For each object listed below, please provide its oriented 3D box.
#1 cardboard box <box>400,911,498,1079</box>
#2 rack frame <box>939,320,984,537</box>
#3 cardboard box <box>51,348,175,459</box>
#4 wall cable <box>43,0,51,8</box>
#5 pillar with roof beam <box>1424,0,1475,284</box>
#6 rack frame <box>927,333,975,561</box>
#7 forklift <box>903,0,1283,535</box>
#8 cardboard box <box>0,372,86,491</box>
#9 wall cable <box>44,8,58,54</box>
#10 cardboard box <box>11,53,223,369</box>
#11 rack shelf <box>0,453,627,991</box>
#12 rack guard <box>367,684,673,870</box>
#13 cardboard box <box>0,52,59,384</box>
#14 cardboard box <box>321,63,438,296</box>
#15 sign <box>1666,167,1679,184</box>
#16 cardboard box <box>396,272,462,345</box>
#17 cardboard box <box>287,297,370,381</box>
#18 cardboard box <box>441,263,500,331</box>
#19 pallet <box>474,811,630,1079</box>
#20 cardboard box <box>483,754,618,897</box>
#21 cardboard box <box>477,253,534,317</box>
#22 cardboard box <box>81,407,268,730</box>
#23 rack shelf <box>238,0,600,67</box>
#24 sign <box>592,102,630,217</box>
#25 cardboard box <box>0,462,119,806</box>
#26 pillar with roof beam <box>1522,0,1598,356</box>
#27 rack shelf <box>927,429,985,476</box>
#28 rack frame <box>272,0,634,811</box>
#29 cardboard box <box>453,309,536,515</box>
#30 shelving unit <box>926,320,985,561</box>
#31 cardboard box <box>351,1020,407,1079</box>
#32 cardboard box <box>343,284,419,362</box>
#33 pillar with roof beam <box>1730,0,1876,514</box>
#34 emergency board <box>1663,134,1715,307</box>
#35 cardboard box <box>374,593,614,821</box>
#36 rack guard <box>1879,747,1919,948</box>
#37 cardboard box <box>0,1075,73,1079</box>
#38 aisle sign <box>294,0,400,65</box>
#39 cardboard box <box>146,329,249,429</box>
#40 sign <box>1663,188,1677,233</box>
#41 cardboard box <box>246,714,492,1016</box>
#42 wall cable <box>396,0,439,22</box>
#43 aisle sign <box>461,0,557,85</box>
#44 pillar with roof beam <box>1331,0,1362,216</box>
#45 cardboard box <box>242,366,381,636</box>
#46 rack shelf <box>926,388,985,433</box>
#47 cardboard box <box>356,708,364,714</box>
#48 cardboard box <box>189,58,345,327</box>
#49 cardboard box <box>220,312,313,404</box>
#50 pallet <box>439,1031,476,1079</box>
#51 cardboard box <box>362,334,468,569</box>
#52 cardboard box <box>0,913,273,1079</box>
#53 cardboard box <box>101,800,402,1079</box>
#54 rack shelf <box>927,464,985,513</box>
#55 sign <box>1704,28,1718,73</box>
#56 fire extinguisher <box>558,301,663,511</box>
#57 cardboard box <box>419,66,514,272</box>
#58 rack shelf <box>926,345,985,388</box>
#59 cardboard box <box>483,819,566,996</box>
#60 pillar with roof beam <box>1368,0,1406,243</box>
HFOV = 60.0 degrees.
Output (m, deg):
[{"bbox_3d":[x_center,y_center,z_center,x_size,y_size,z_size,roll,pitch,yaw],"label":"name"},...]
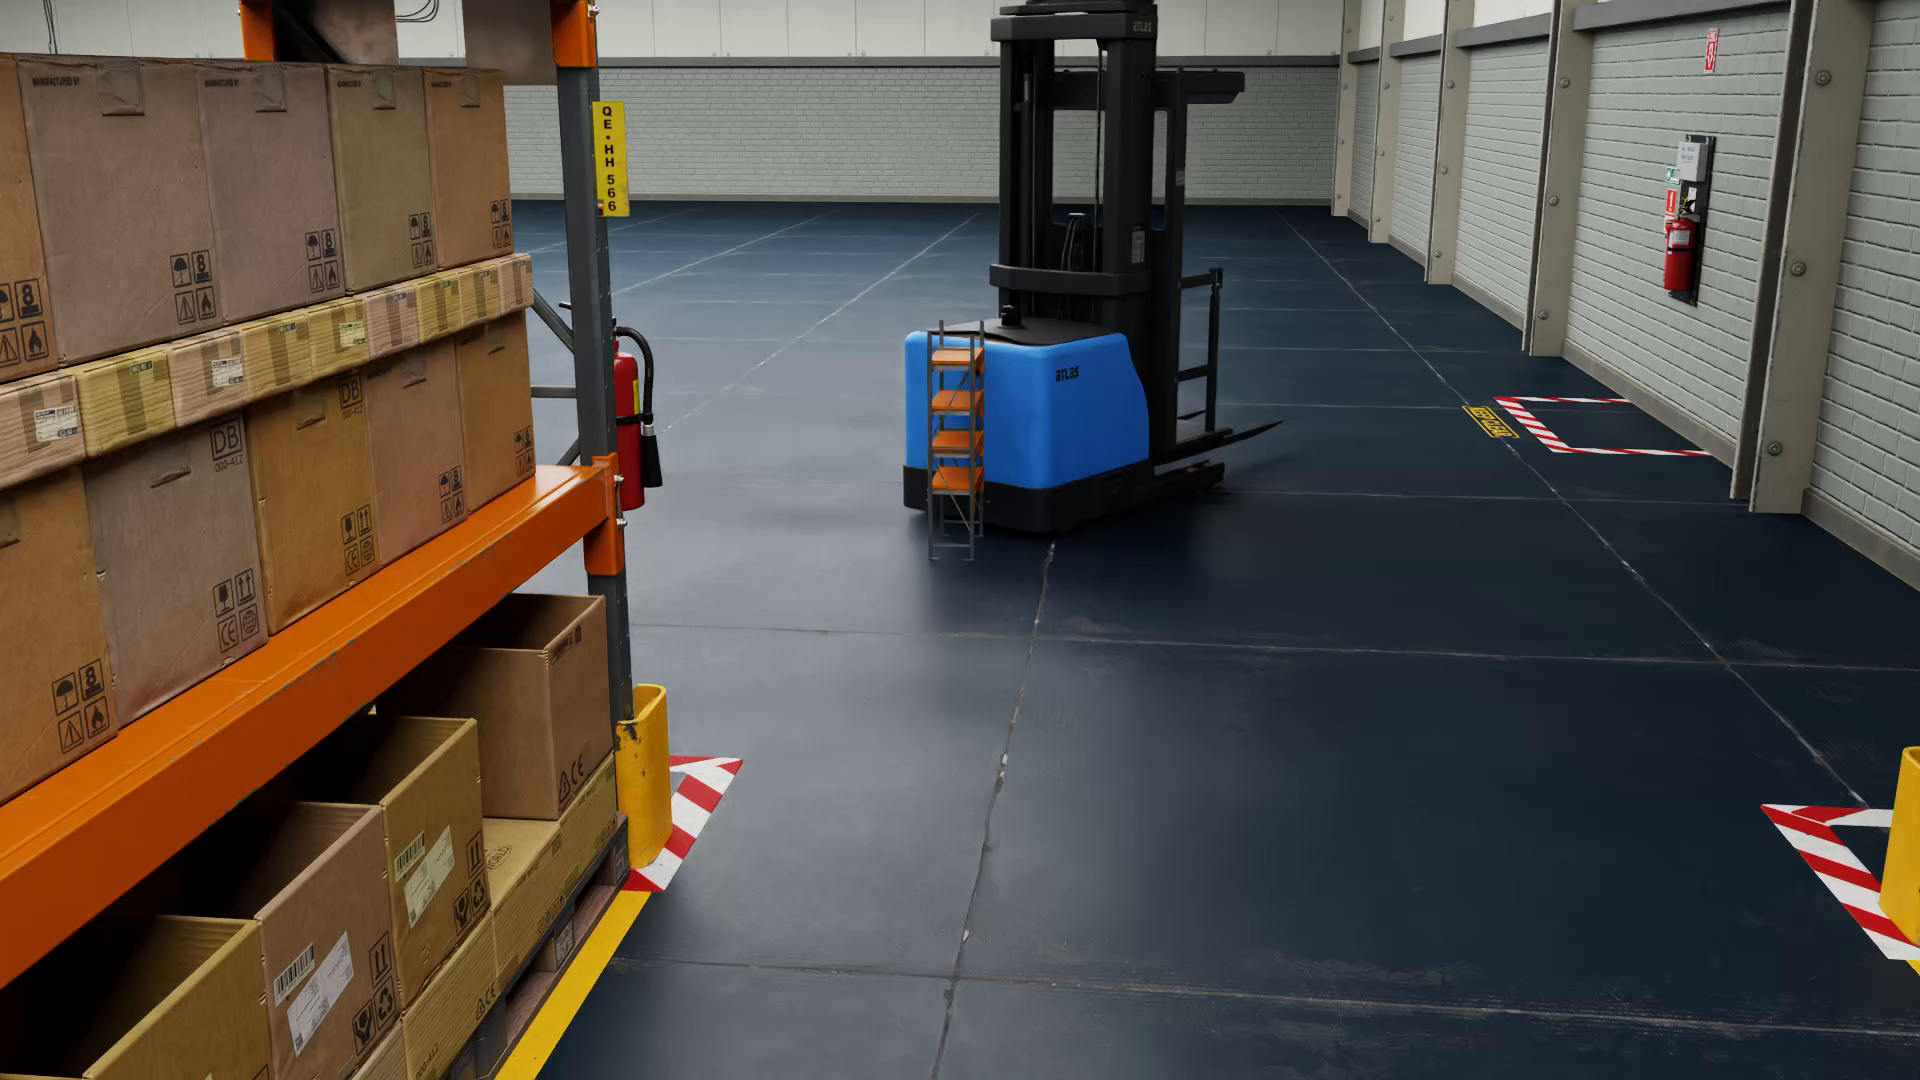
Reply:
[{"bbox_3d":[-1.422,1.079,3.888,0.500,0.250,0.500,2,15,6],"label":"cardboard box"},{"bbox_3d":[0.009,-0.600,9.081,0.240,1.200,0.015,2,15,6],"label":"rack frame"},{"bbox_3d":[-1.613,-0.243,2.880,0.380,0.149,0.250,2,15,6],"label":"cardboard box"},{"bbox_3d":[-19.432,-13.290,37.346,3.097,2.526,0.112,2,15,6],"label":"wall cable"},{"bbox_3d":[1.901,-7.792,20.741,9.100,9.000,0.400,2,15,6],"label":"pillar with roof beam"},{"bbox_3d":[-0.046,-0.473,8.613,0.240,1.200,0.015,2,15,6],"label":"rack frame"},{"bbox_3d":[0.992,-1.766,10.080,1.130,2.935,3.031,12,19,38],"label":"forklift"},{"bbox_3d":[-1.643,-0.175,2.630,0.380,0.149,0.250,1,15,5],"label":"cardboard box"},{"bbox_3d":[-22.120,-10.932,38.300,3.097,2.526,0.112,2,15,6],"label":"wall cable"},{"bbox_3d":[-1.793,-0.596,2.943,0.700,0.500,0.500,2,15,6],"label":"cardboard box"},{"bbox_3d":[-1.781,0.413,3.267,1.077,0.370,4.000,2,15,6],"label":"rack shelf"},{"bbox_3d":[-1.553,0.747,5.441,1.175,0.500,0.348,2,15,6],"label":"rack guard"},{"bbox_3d":[-1.850,-0.466,2.464,0.700,0.500,0.500,2,15,6],"label":"cardboard box"},{"bbox_3d":[-1.681,-0.857,3.907,0.700,0.500,0.500,1,15,5],"label":"cardboard box"},{"bbox_3d":[5.297,-2.710,12.353,0.001,0.109,0.331,2,15,6],"label":"sign"},{"bbox_3d":[-1.466,-0.576,4.110,0.380,0.149,0.250,1,15,5],"label":"cardboard box"},{"bbox_3d":[-1.526,-0.442,3.617,0.380,0.149,0.250,2,15,8],"label":"cardboard box"},{"bbox_3d":[-1.437,-0.642,4.355,0.380,0.149,0.250,2,15,8],"label":"cardboard box"},{"bbox_3d":[-1.600,1.092,4.717,1.003,0.211,1.213,2,15,6],"label":"pallet"},{"bbox_3d":[-1.322,0.819,4.849,0.500,0.250,0.500,2,15,6],"label":"cardboard box"},{"bbox_3d":[-1.409,-0.710,4.606,0.380,0.149,0.250,1,15,5],"label":"cardboard box"},{"bbox_3d":[-1.793,0.021,3.147,0.700,0.500,0.500,2,15,8],"label":"cardboard box"},{"bbox_3d":[-1.781,-1.035,2.875,1.077,0.370,4.000,2,15,6],"label":"rack shelf"},{"bbox_3d":[-1.018,-1.107,4.837,0.100,0.325,0.005,2,15,6],"label":"sign"},{"bbox_3d":[-1.849,0.154,2.655,0.700,0.500,0.500,2,15,7],"label":"cardboard box"},{"bbox_3d":[1.224,-6.236,14.986,9.100,9.000,0.400,2,15,6],"label":"pillar with roof beam"},{"bbox_3d":[-0.019,-0.471,8.864,0.258,0.148,0.480,2,15,6],"label":"rack shelf"},{"bbox_3d":[-1.556,-0.453,5.091,1.000,3.000,0.127,2,15,6],"label":"rack frame"},{"bbox_3d":[-1.621,-0.381,4.632,0.700,0.500,0.500,2,15,6],"label":"cardboard box"},{"bbox_3d":[-0.019,-0.536,8.847,0.258,1.200,0.503,2,15,6],"label":"shelving unit"},{"bbox_3d":[-1.480,1.209,3.409,0.500,0.250,0.500,2,15,6],"label":"cardboard box"},{"bbox_3d":[-1.497,-0.510,3.869,0.380,0.149,0.250,2,15,7],"label":"cardboard box"},{"bbox_3d":[0.547,-4.680,9.231,9.100,9.000,0.400,2,15,6],"label":"pillar with roof beam"},{"bbox_3d":[5.141,-2.297,11.911,0.194,1.169,0.643,2,15,6],"label":"emergency board"},{"bbox_3d":[-1.320,0.457,4.751,0.500,0.500,0.500,2,15,6],"label":"cardboard box"},{"bbox_3d":[3.358,0.918,4.809,1.175,0.500,0.348,2,15,6],"label":"rack guard"},{"bbox_3d":[-1.595,1.106,2.352,0.500,0.500,0.500,2,15,6],"label":"cardboard box"},{"bbox_3d":[-1.852,-1.734,4.848,0.394,0.787,0.004,2,15,6],"label":"aisle sign"},{"bbox_3d":[-1.582,-0.307,3.118,0.380,0.149,0.250,1,15,5],"label":"cardboard box"},{"bbox_3d":[5.306,-2.455,12.425,0.001,0.329,0.234,2,15,6],"label":"sign"},{"bbox_3d":[-1.419,0.717,3.790,0.500,0.500,0.500,2,15,6],"label":"cardboard box"},{"bbox_3d":[-12.689,-13.789,36.401,2.305,6.003,0.169,2,15,6],"label":"wall cable"},{"bbox_3d":[-1.256,-1.716,4.783,0.394,0.787,0.004,2,15,6],"label":"aisle sign"},{"bbox_3d":[3.255,-10.905,32.251,9.100,9.000,0.400,2,15,6],"label":"pillar with roof beam"},{"bbox_3d":[-1.737,-0.116,3.652,0.700,0.500,0.500,2,15,7],"label":"cardboard box"},{"bbox_3d":[-0.019,-0.687,8.806,0.258,0.148,0.480,2,15,6],"label":"rack shelf"},{"bbox_3d":[-1.892,0.572,4.328,0.500,0.500,0.500,2,15,6],"label":"cardboard box"},{"bbox_3d":[-1.737,-0.726,3.423,0.700,0.500,0.500,2,15,6],"label":"cardboard box"},{"bbox_3d":[-1.554,-0.374,3.364,0.380,0.149,0.250,2,15,8],"label":"cardboard box"},{"bbox_3d":[-1.740,1.408,3.550,1.003,0.211,1.213,2,15,6],"label":"pallet"},{"bbox_3d":[-1.675,-0.244,4.128,0.700,0.500,0.500,2,15,8],"label":"cardboard box"},{"bbox_3d":[-1.531,0.976,2.831,0.500,0.500,0.500,2,15,6],"label":"cardboard box"},{"bbox_3d":[-1.476,0.847,3.311,0.500,0.500,0.500,2,15,6],"label":"cardboard box"},{"bbox_3d":[-0.019,-0.280,8.916,0.258,0.148,0.480,2,15,6],"label":"rack shelf"},{"bbox_3d":[5.241,-3.415,11.605,0.001,0.298,0.199,2,15,6],"label":"sign"},{"bbox_3d":[-1.081,-0.433,5.164,0.296,0.674,0.183,2,15,6],"label":"fire extinguisher"},{"bbox_3d":[-1.627,-0.993,4.412,0.700,0.500,0.500,2,15,6],"label":"cardboard box"},{"bbox_3d":[-0.019,-0.916,8.744,0.258,0.148,0.480,2,15,6],"label":"rack shelf"},{"bbox_3d":[-1.367,0.949,4.368,0.500,0.250,0.500,2,15,6],"label":"cardboard box"},{"bbox_3d":[2.578,-9.349,26.496,9.100,9.000,0.400,2,15,6],"label":"pillar with roof beam"}]
